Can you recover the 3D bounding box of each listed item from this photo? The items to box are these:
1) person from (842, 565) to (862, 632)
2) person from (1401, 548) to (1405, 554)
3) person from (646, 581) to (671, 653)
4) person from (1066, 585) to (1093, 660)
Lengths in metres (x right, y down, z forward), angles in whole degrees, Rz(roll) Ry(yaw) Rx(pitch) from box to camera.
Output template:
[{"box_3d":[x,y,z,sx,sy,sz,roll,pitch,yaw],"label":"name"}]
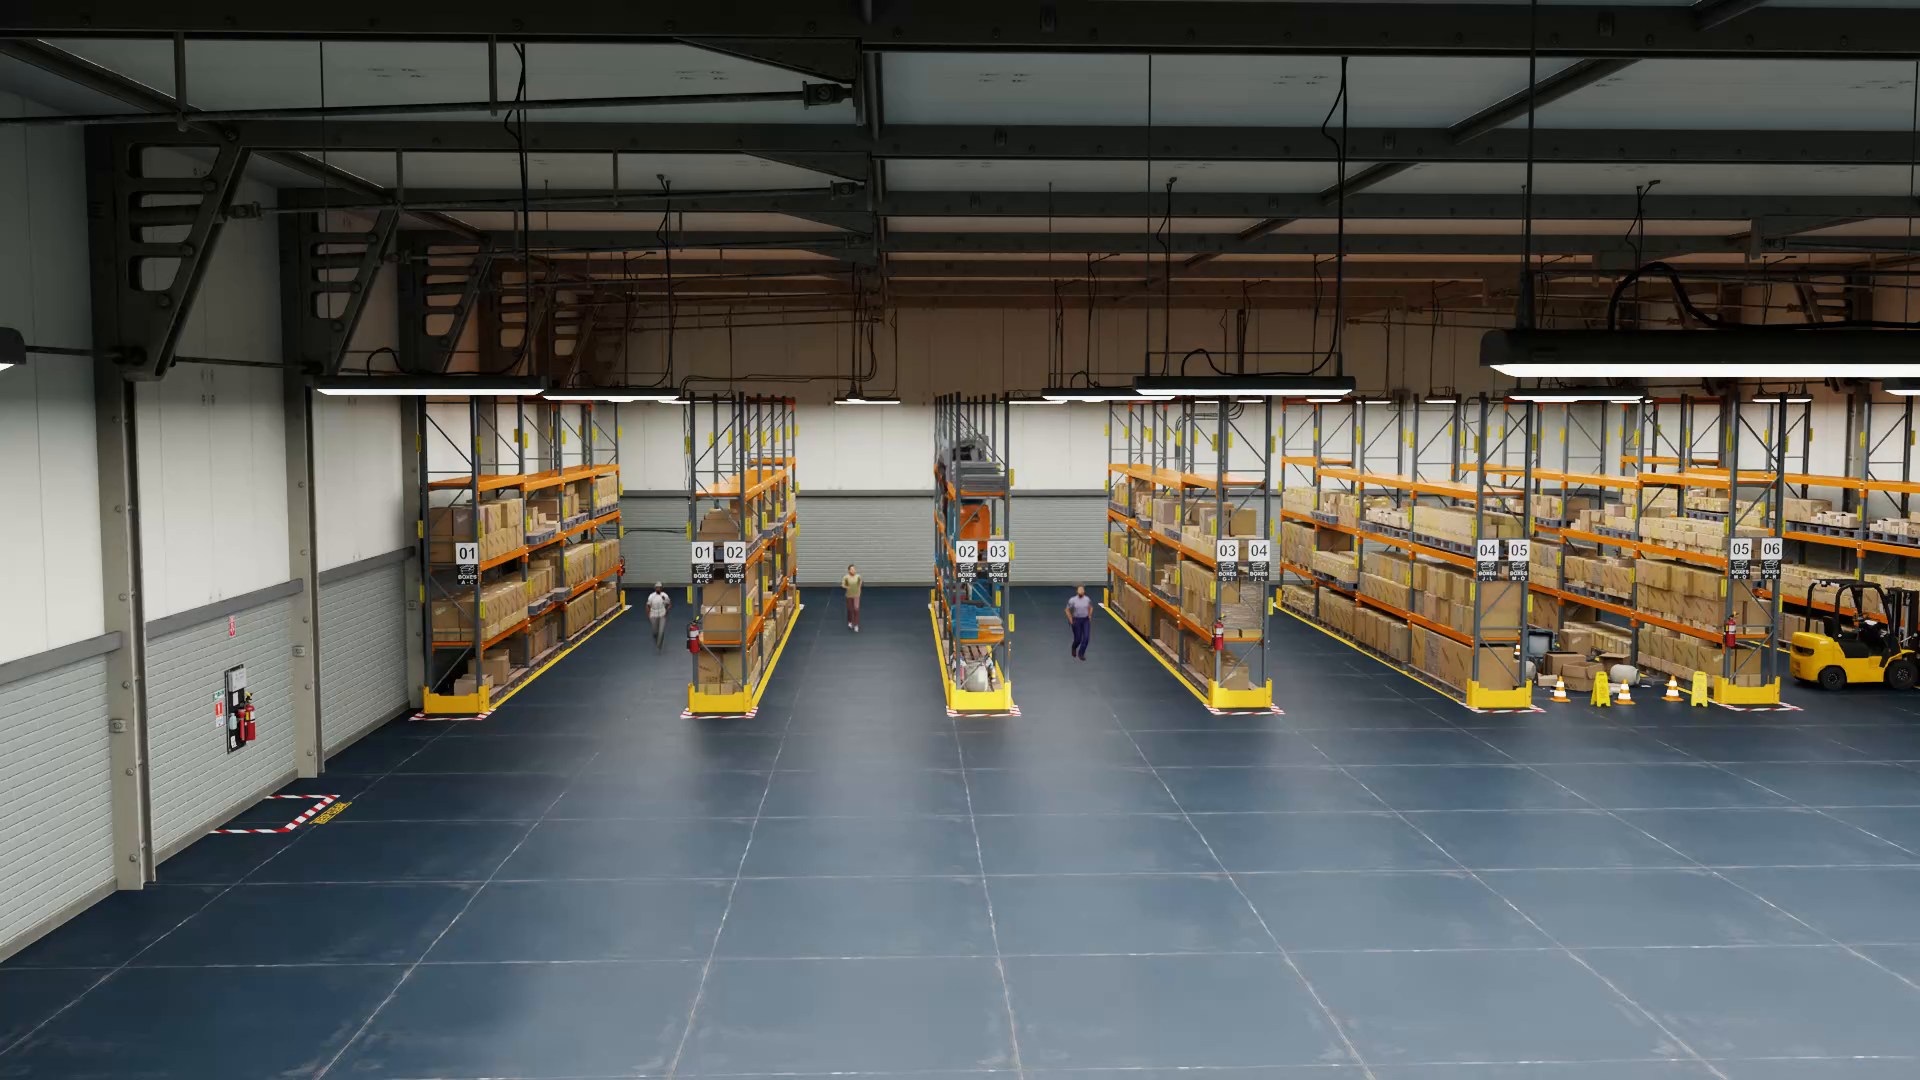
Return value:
[{"box_3d":[-2.774,1.468,42.626,0.529,1.696,0.887,0,5,-5],"label":"person"},{"box_3d":[13.286,1.009,49.215,0.922,1.546,0.638,1,5,7],"label":"person"},{"box_3d":[-7.057,1.788,38.976,0.582,1.665,0.578,-1,5,-10],"label":"person"},{"box_3d":[2.600,1.778,35.905,0.614,1.600,0.526,-1,5,-12],"label":"person"}]
